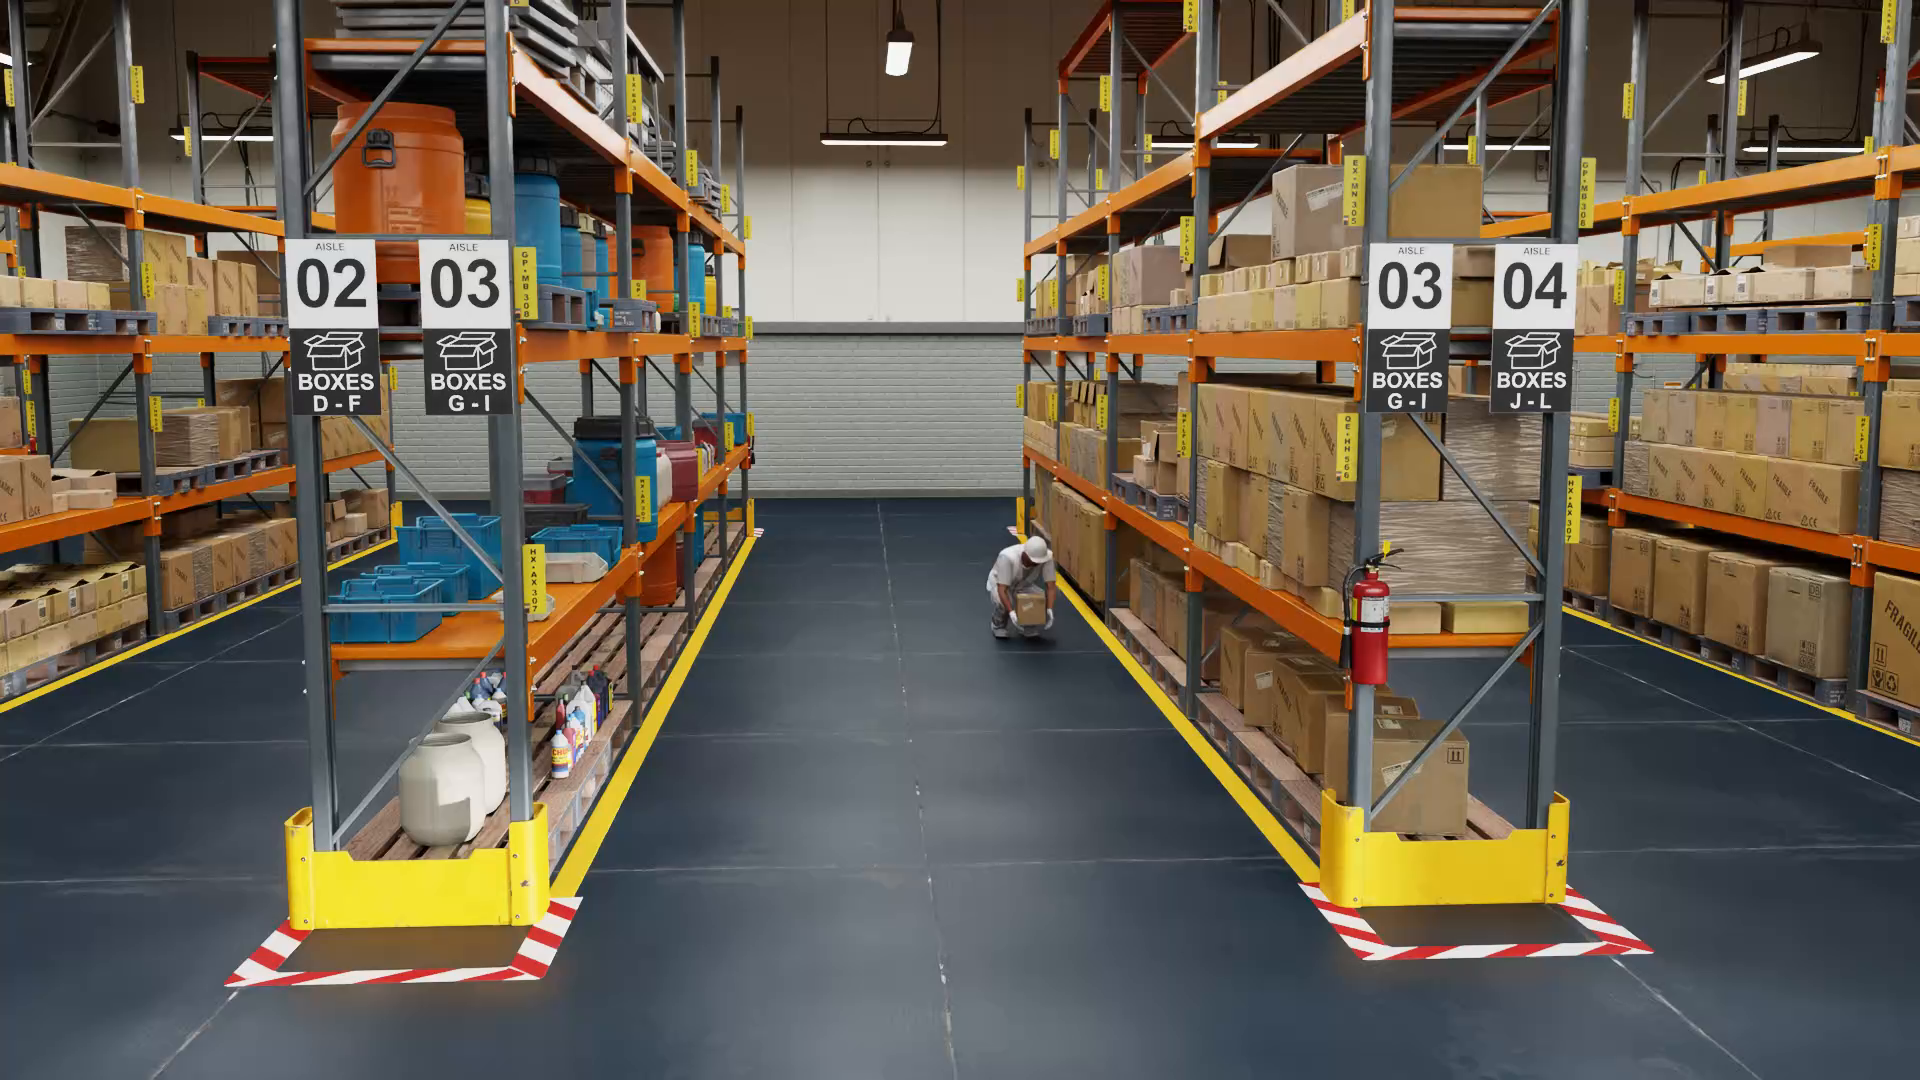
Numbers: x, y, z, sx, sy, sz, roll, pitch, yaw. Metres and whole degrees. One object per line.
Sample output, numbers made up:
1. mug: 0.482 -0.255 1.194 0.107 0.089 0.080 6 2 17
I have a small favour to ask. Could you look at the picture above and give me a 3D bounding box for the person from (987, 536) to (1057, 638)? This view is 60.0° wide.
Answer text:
1. person: 0.578 0.427 15.443 0.577 0.992 0.903 -2 7 -15
